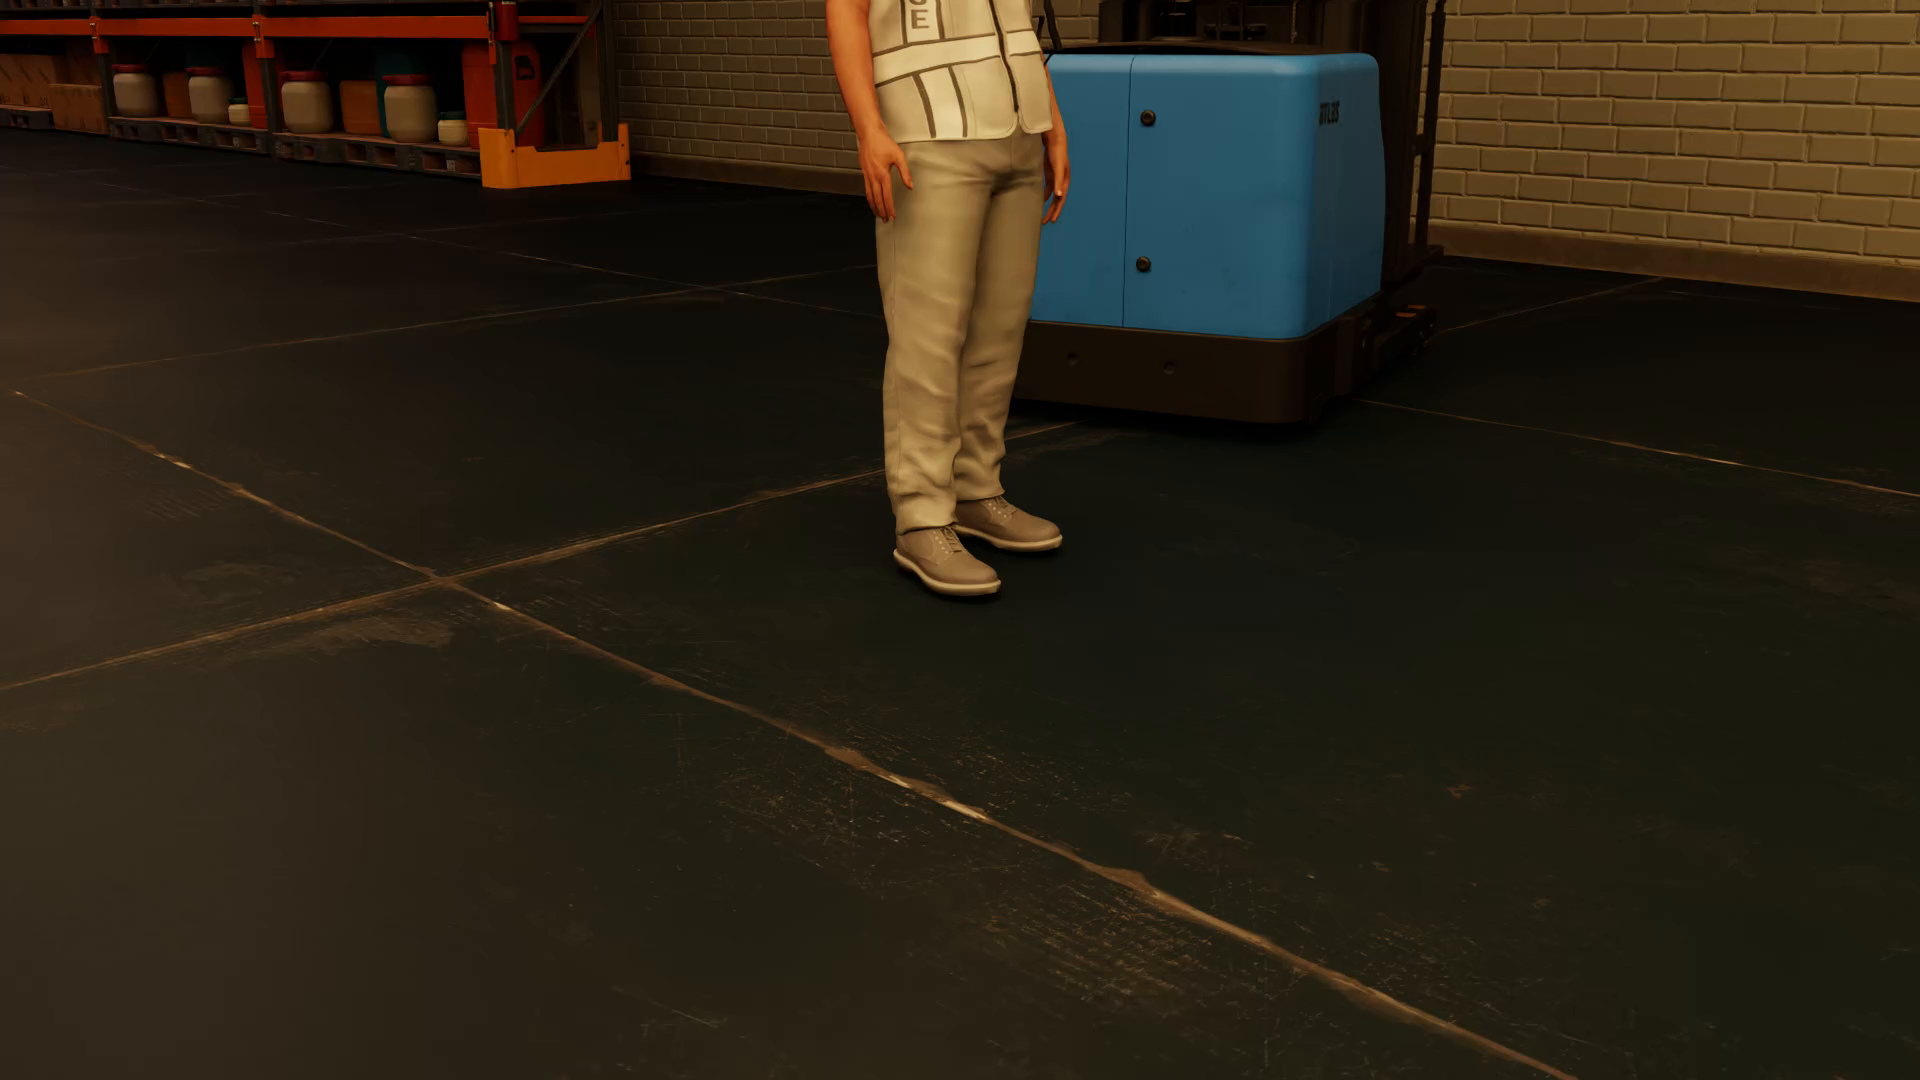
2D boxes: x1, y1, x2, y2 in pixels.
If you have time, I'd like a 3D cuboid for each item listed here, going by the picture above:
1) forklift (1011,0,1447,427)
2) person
[{"bbox_3d":[1.137,-2.117,5.788,1.130,2.935,3.031,8,19,25],"label":"forklift"},{"bbox_3d":[0.047,-0.839,3.570,0.575,1.777,0.640,16,23,42],"label":"person"}]
